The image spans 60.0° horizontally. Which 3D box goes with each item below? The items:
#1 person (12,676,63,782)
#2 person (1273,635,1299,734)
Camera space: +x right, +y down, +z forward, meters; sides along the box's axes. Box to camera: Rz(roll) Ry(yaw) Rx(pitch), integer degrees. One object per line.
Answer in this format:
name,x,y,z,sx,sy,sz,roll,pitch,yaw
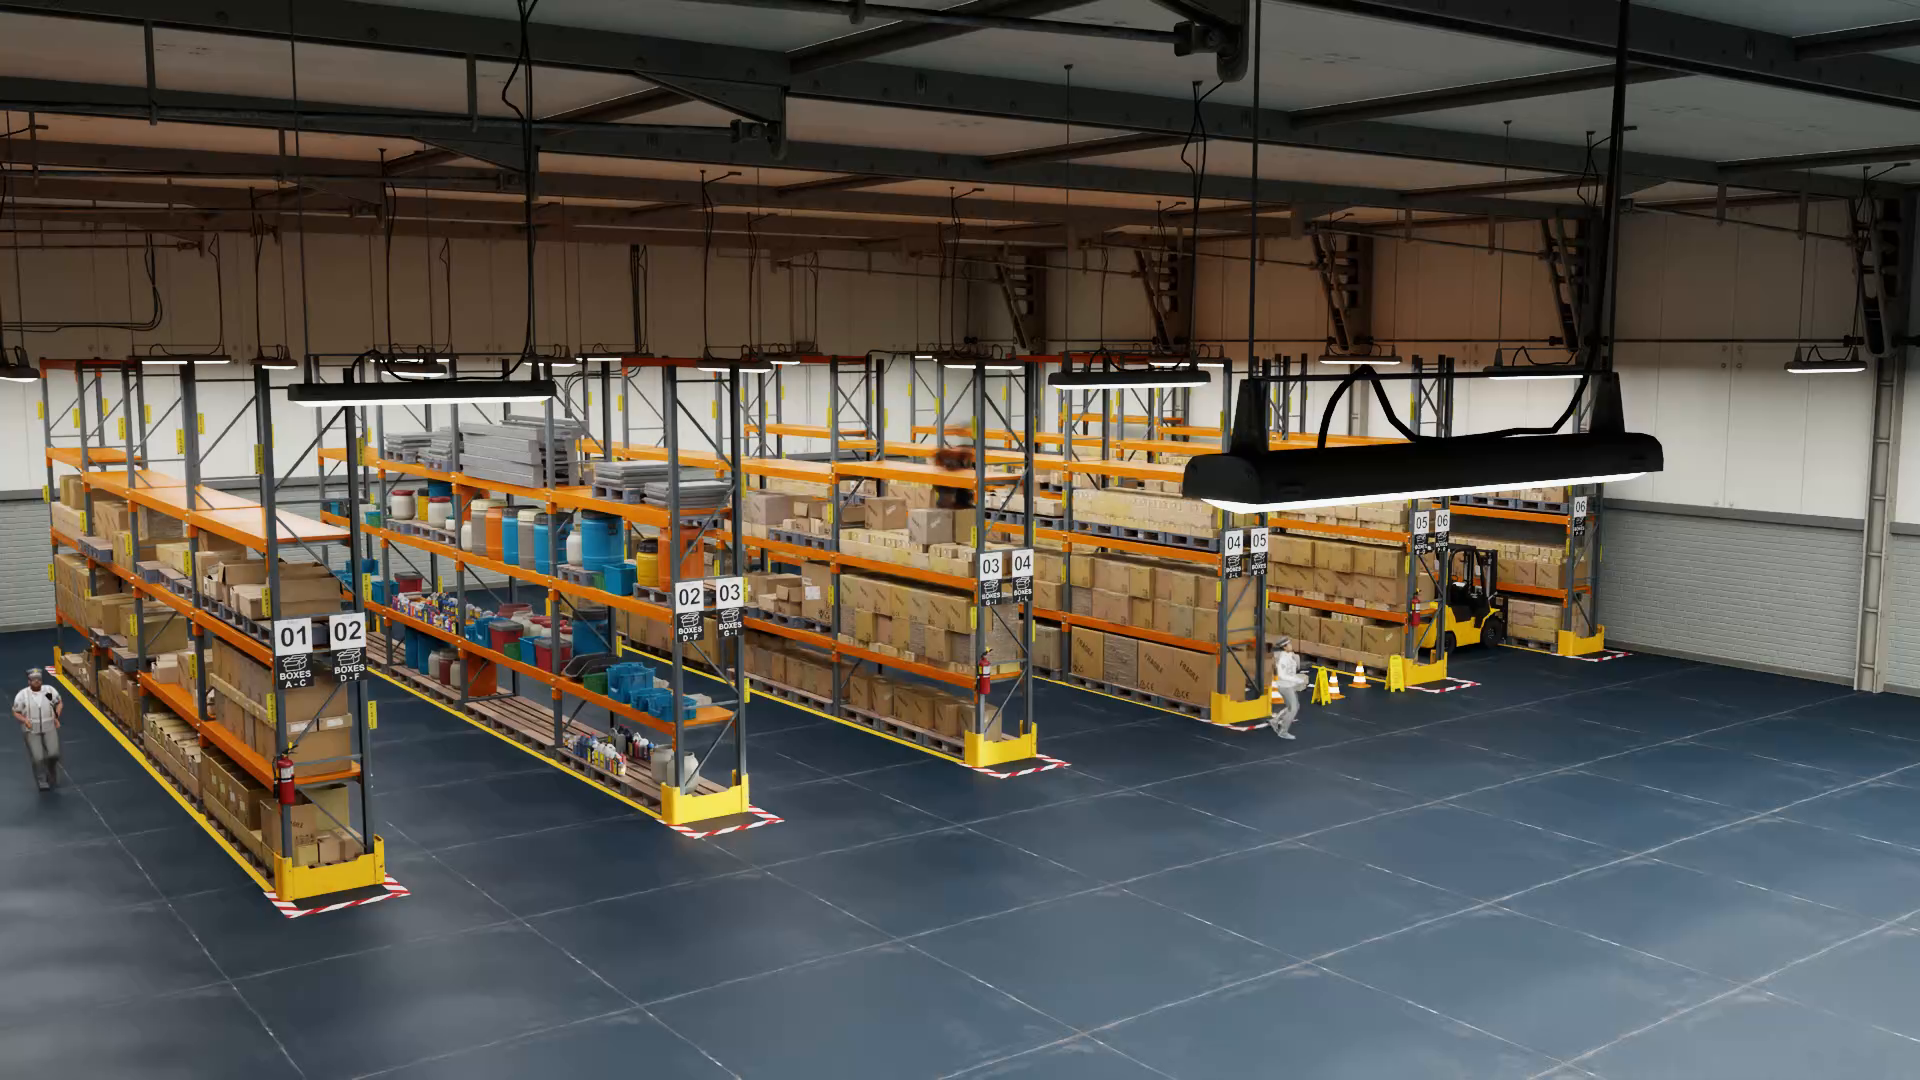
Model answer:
person,-12.930,2.648,23.391,0.638,1.604,0.551,-5,8,-36
person,5.198,2.303,26.507,0.432,1.593,0.369,2,7,13
